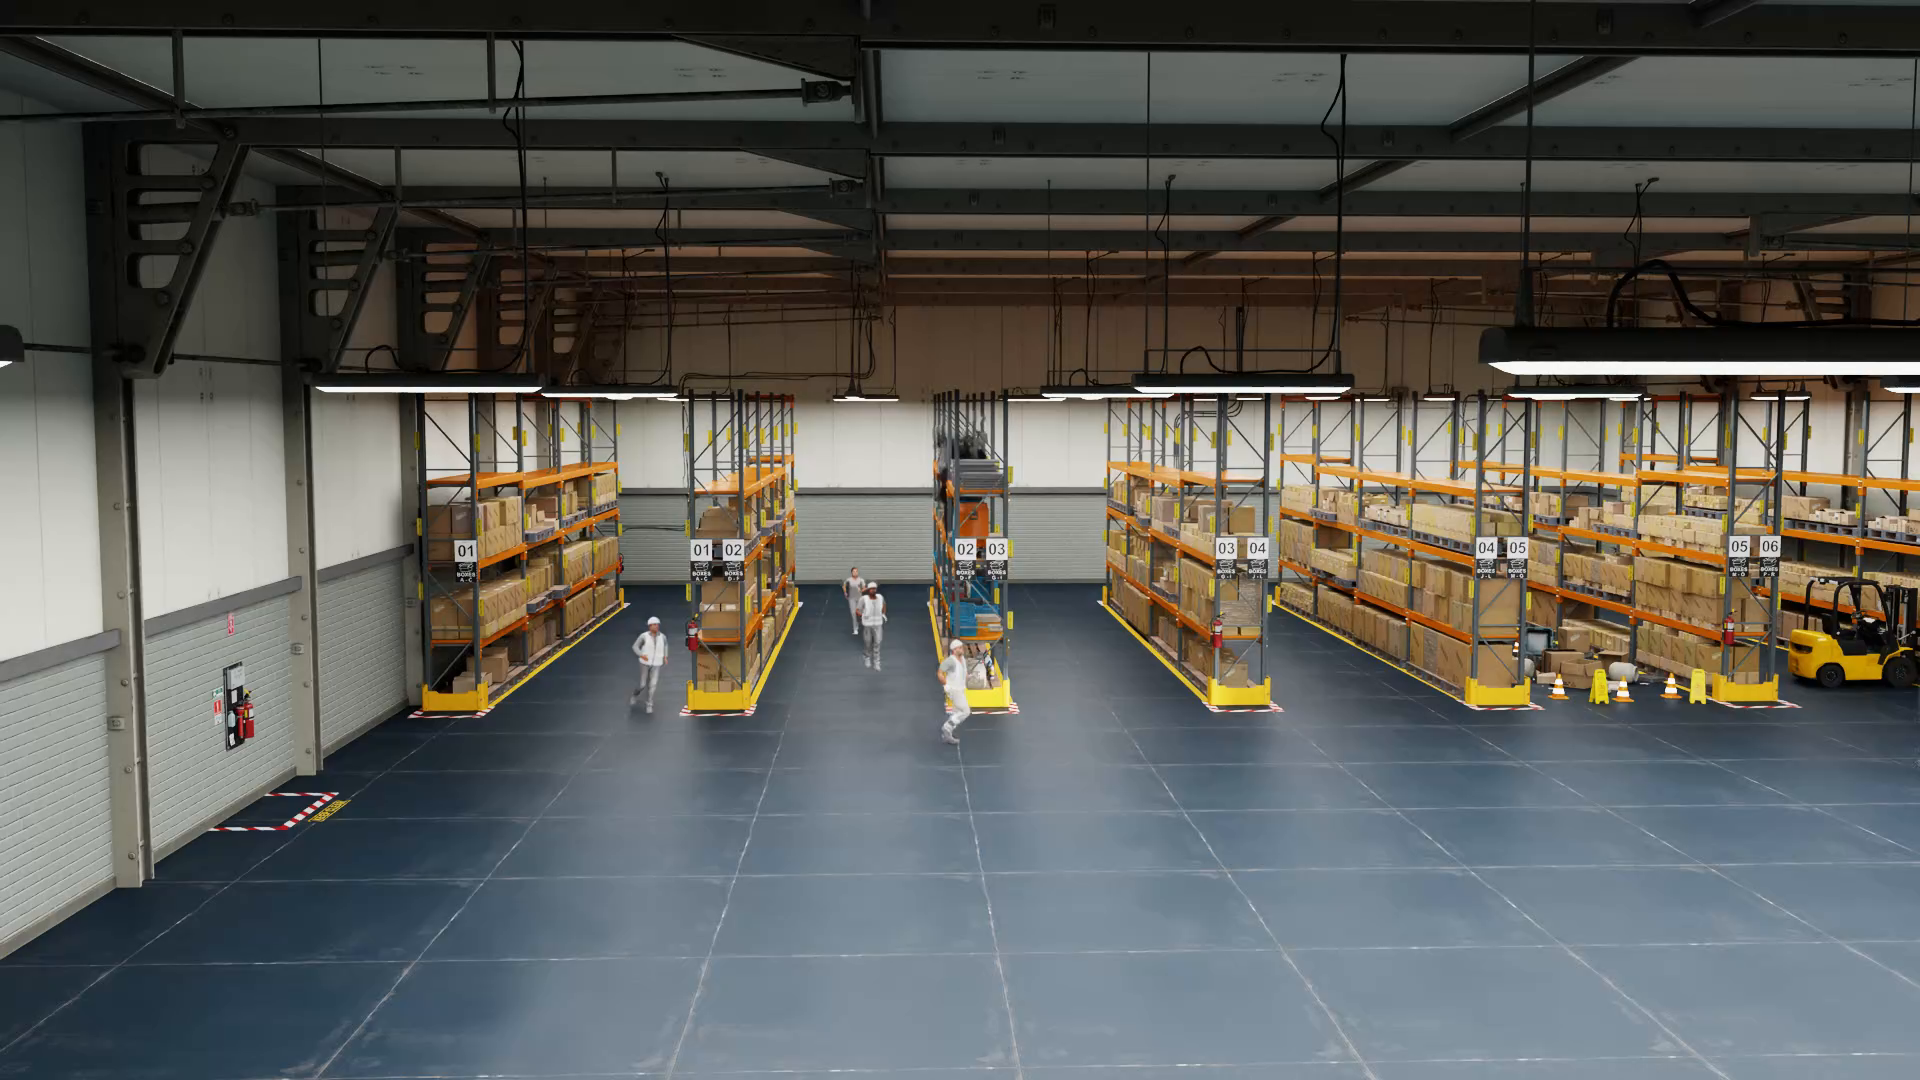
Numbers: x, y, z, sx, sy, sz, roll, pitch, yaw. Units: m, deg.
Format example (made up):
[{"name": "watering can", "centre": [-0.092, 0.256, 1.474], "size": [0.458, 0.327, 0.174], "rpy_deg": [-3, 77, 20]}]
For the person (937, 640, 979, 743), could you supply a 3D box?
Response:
[{"name": "person", "centre": [0.002, 2.552, 28.064], "size": [0.598, 1.748, 0.632], "rpy_deg": [2, 5, 23]}]

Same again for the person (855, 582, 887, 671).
[{"name": "person", "centre": [-1.804, 1.761, 34.044], "size": [0.663, 1.801, 0.920], "rpy_deg": [-1, 5, -15]}]

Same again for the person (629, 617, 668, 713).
[{"name": "person", "centre": [-5.759, 2.314, 31.097], "size": [0.718, 1.730, 0.936], "rpy_deg": [-2, 5, -25]}]

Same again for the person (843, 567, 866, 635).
[{"name": "person", "centre": [-2.624, 1.500, 41.507], "size": [0.574, 1.645, 0.929], "rpy_deg": [-1, 5, -11]}]
